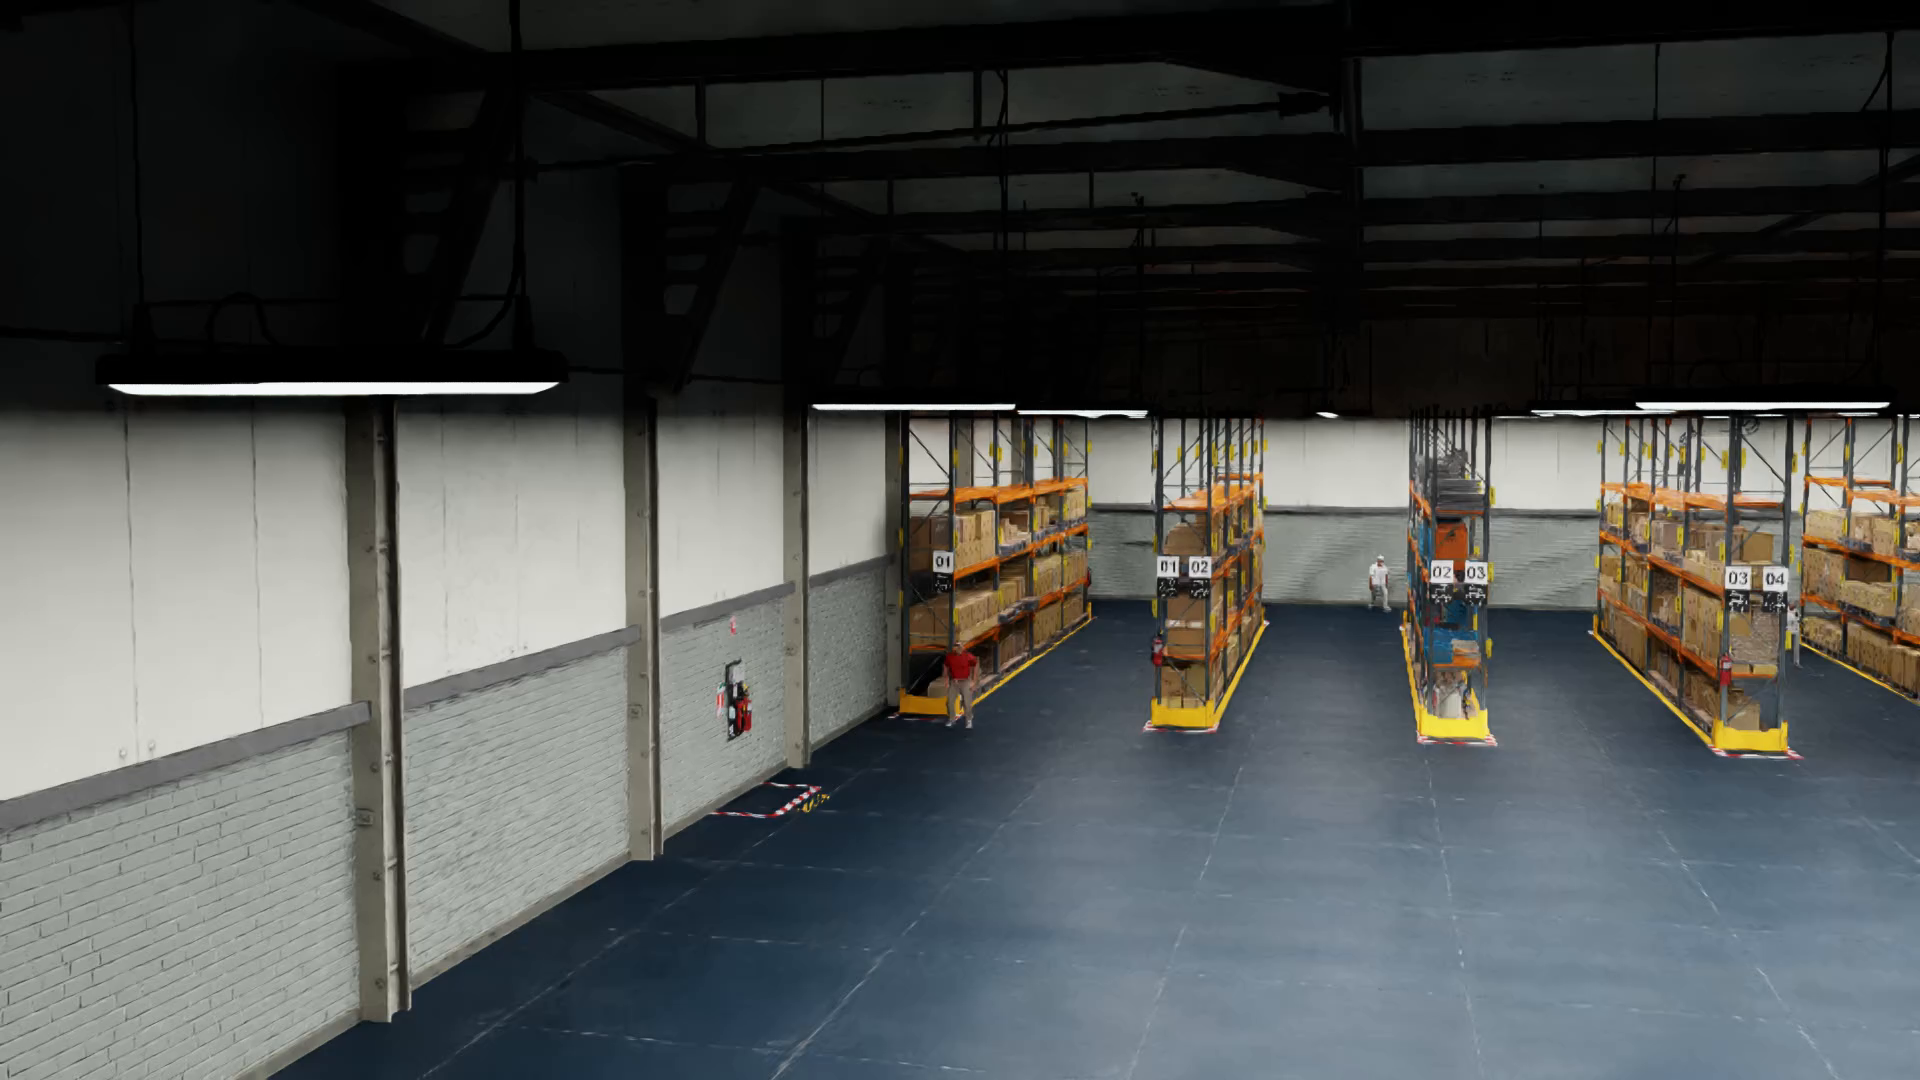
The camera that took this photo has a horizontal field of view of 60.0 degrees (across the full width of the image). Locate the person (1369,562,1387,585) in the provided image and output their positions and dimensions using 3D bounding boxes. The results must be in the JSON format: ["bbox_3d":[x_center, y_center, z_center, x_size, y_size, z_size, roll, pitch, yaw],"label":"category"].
[{"bbox_3d":[12.559,1.005,49.902,0.582,0.673,0.384,-1,4,-9],"label":"person"}]

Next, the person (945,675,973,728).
[{"bbox_3d":[-0.022,2.988,31.056,0.528,1.029,0.458,1,4,13],"label":"person"}]

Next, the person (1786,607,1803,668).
[{"bbox_3d":[19.306,2.243,38.674,0.452,1.380,1.088,1,4,16],"label":"person"}]
